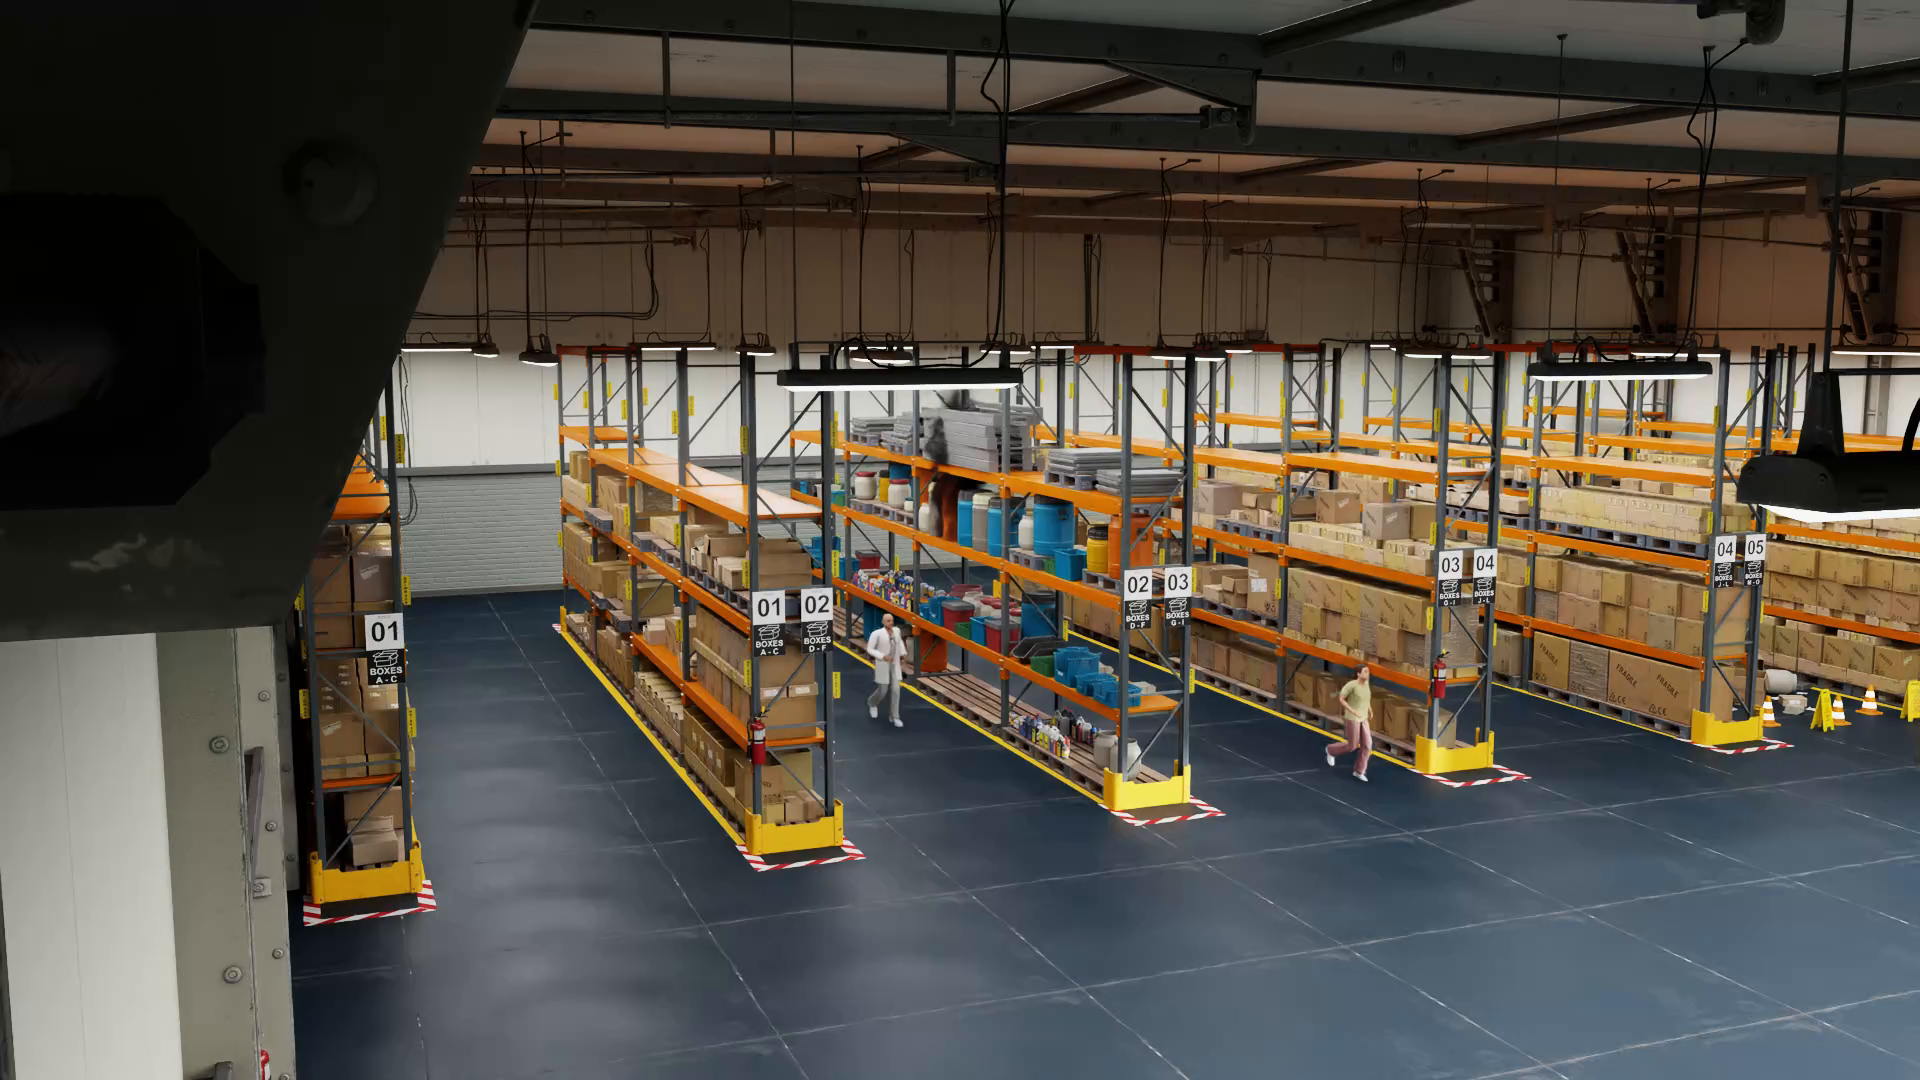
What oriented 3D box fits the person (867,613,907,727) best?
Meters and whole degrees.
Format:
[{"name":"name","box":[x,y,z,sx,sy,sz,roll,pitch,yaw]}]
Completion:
[{"name":"person","box":[-1.178,2.058,26.754,0.733,1.791,0.925,-4,8,-30]}]

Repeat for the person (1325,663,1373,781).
[{"name":"person","box":[5.598,2.567,23.640,0.628,1.653,0.752,-5,9,-37]}]
